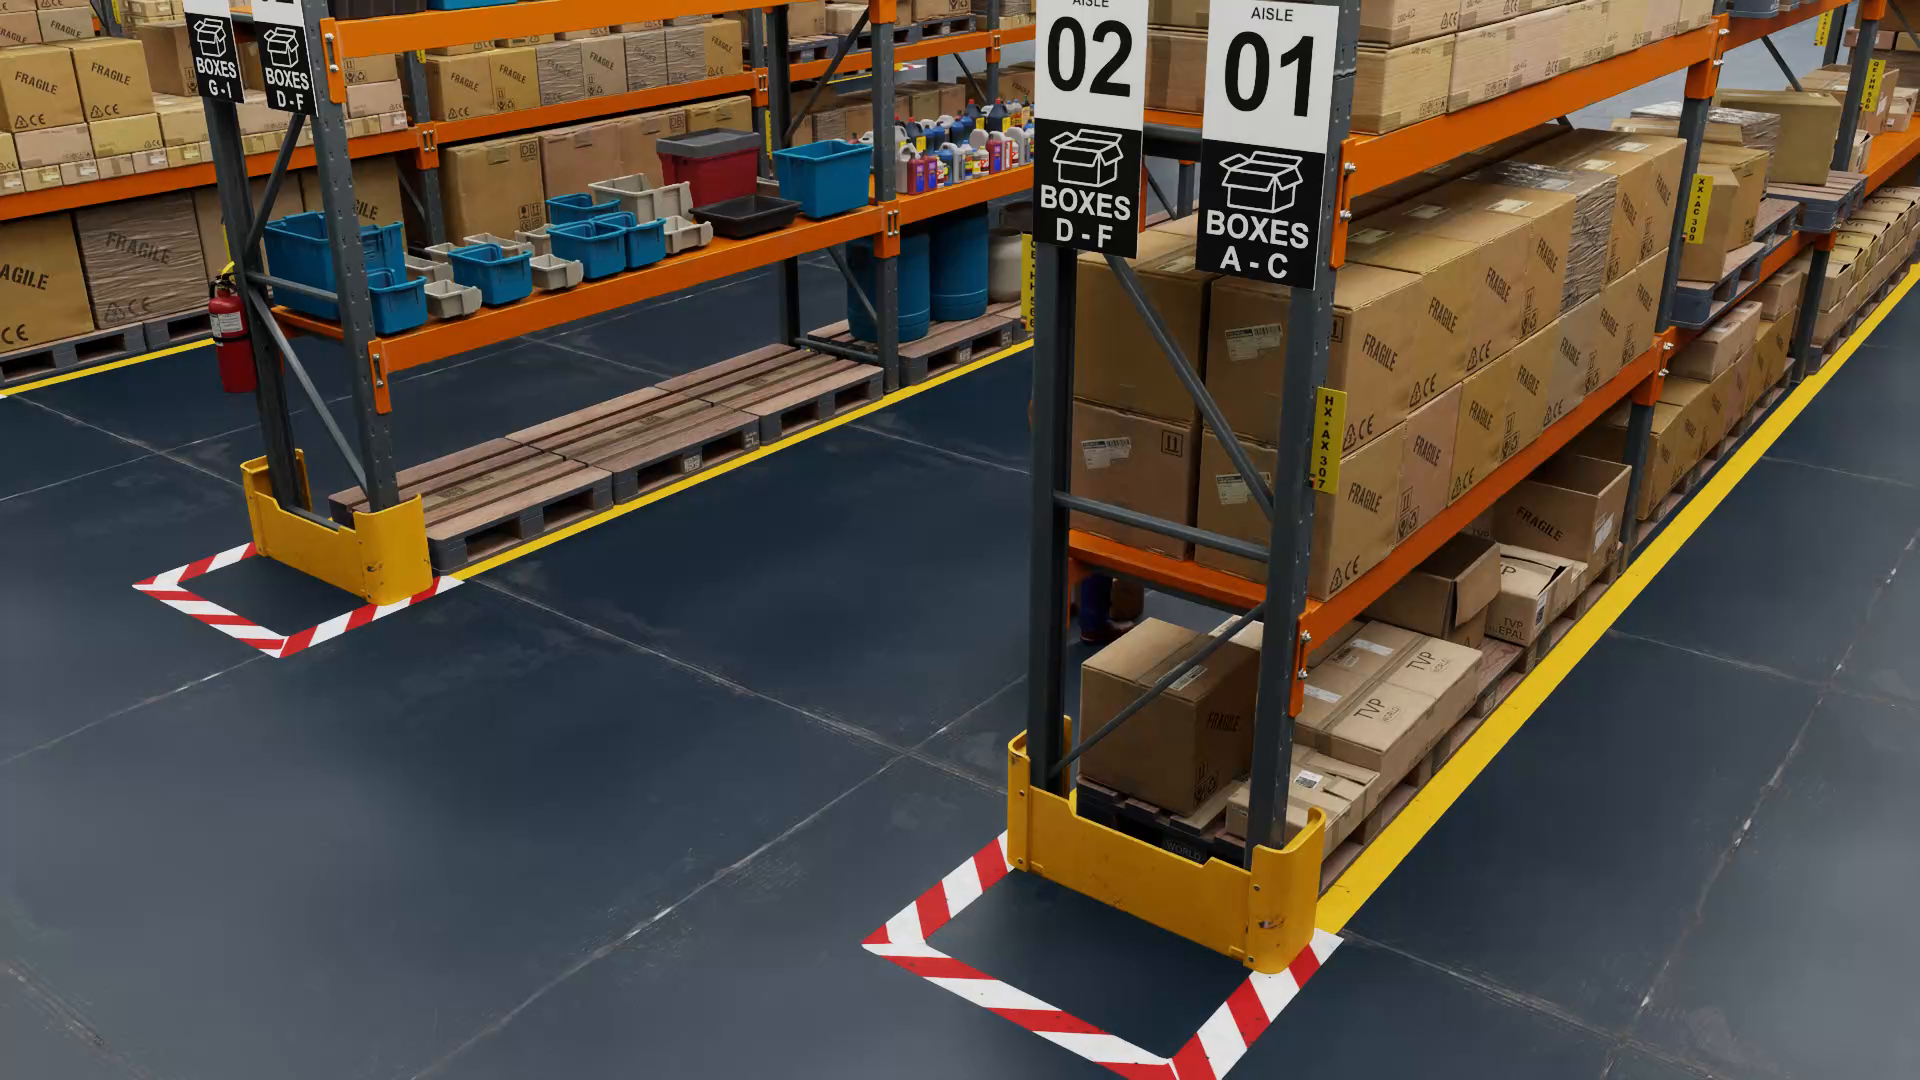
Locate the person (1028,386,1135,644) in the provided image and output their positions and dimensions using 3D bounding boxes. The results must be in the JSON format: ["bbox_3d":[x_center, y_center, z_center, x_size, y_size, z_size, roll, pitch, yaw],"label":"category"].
[{"bbox_3d":[0.576,-0.337,7.880,0.338,1.651,0.562,-21,32,-40],"label":"person"}]
